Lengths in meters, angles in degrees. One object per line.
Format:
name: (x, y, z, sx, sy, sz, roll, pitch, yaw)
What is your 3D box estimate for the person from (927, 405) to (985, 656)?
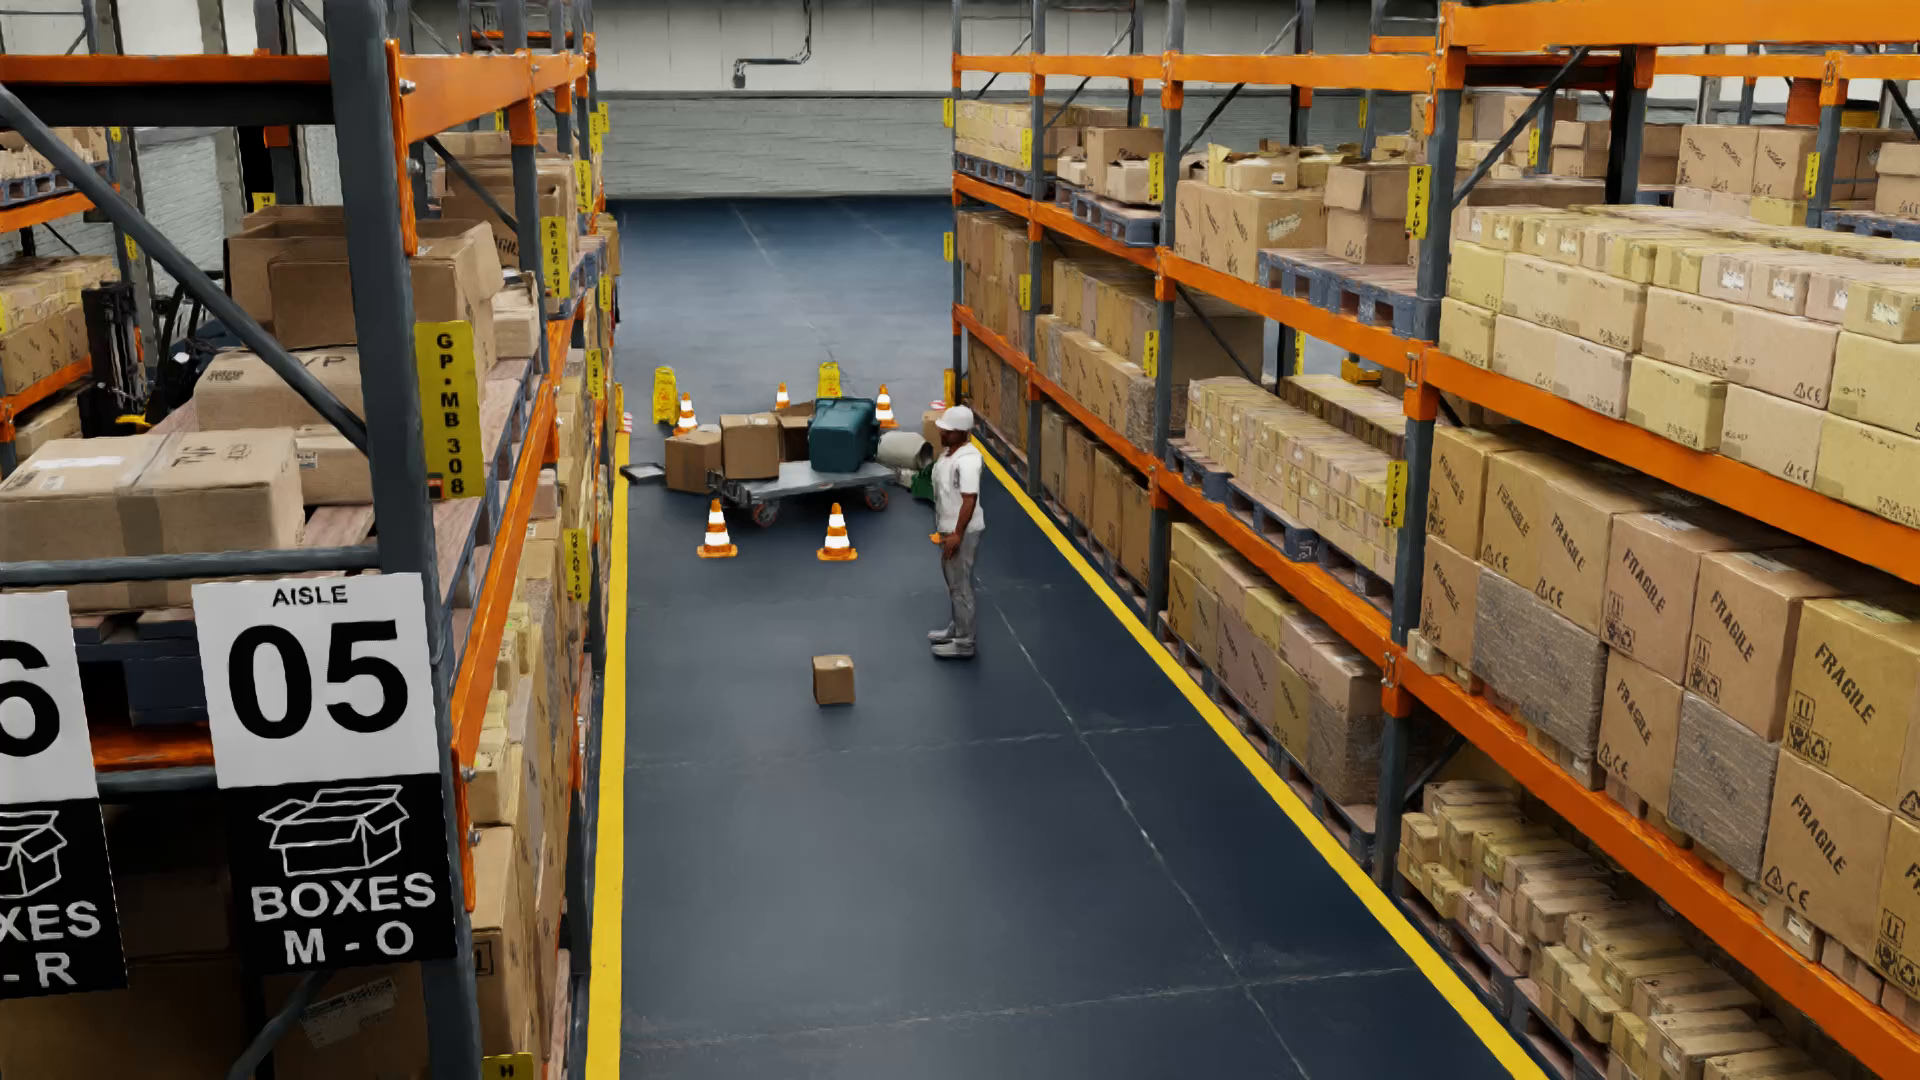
person: (-0.037, -0.072, 11.658, 0.388, 1.771, 0.613, -4, 17, -13)
